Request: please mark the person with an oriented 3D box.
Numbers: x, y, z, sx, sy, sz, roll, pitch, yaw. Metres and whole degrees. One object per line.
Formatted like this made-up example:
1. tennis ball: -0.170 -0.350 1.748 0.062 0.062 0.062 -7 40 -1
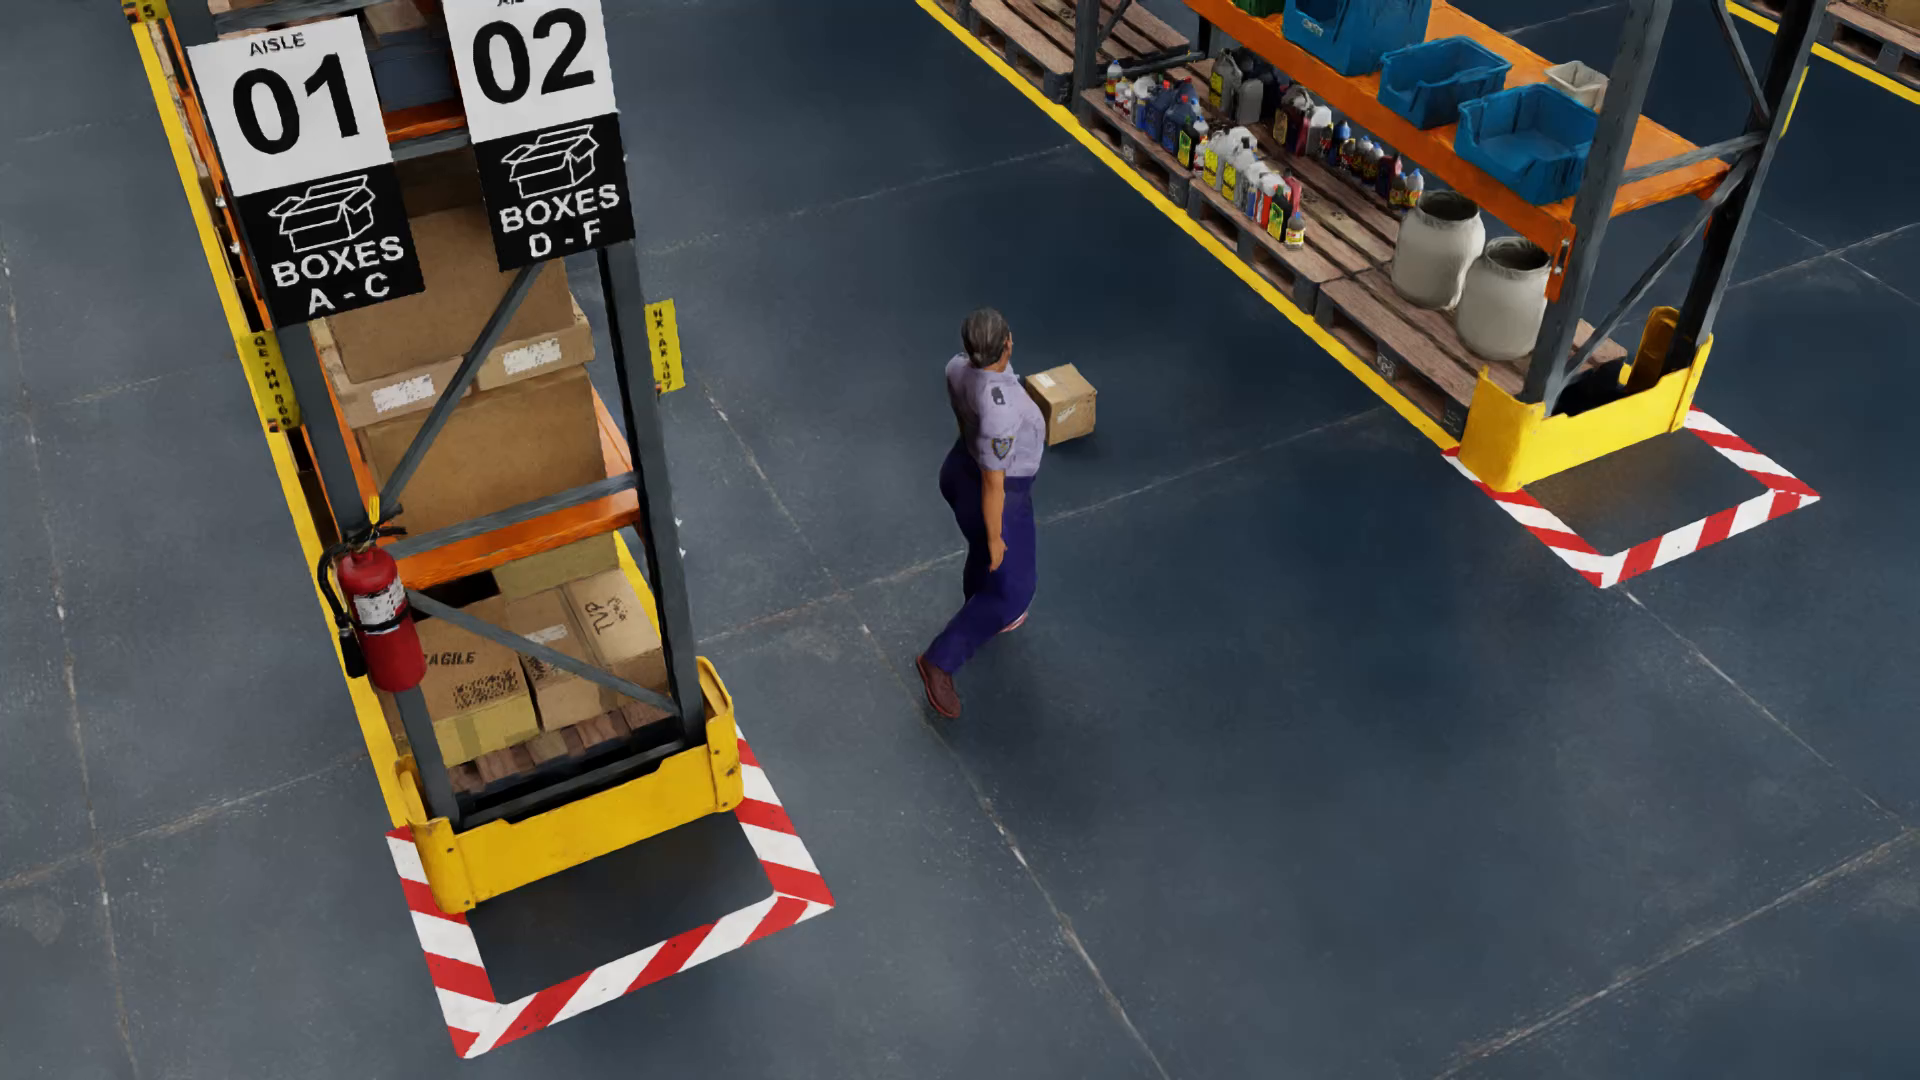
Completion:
1. person: 0.069 -0.099 6.297 0.596 1.631 0.684 -14 43 -15
